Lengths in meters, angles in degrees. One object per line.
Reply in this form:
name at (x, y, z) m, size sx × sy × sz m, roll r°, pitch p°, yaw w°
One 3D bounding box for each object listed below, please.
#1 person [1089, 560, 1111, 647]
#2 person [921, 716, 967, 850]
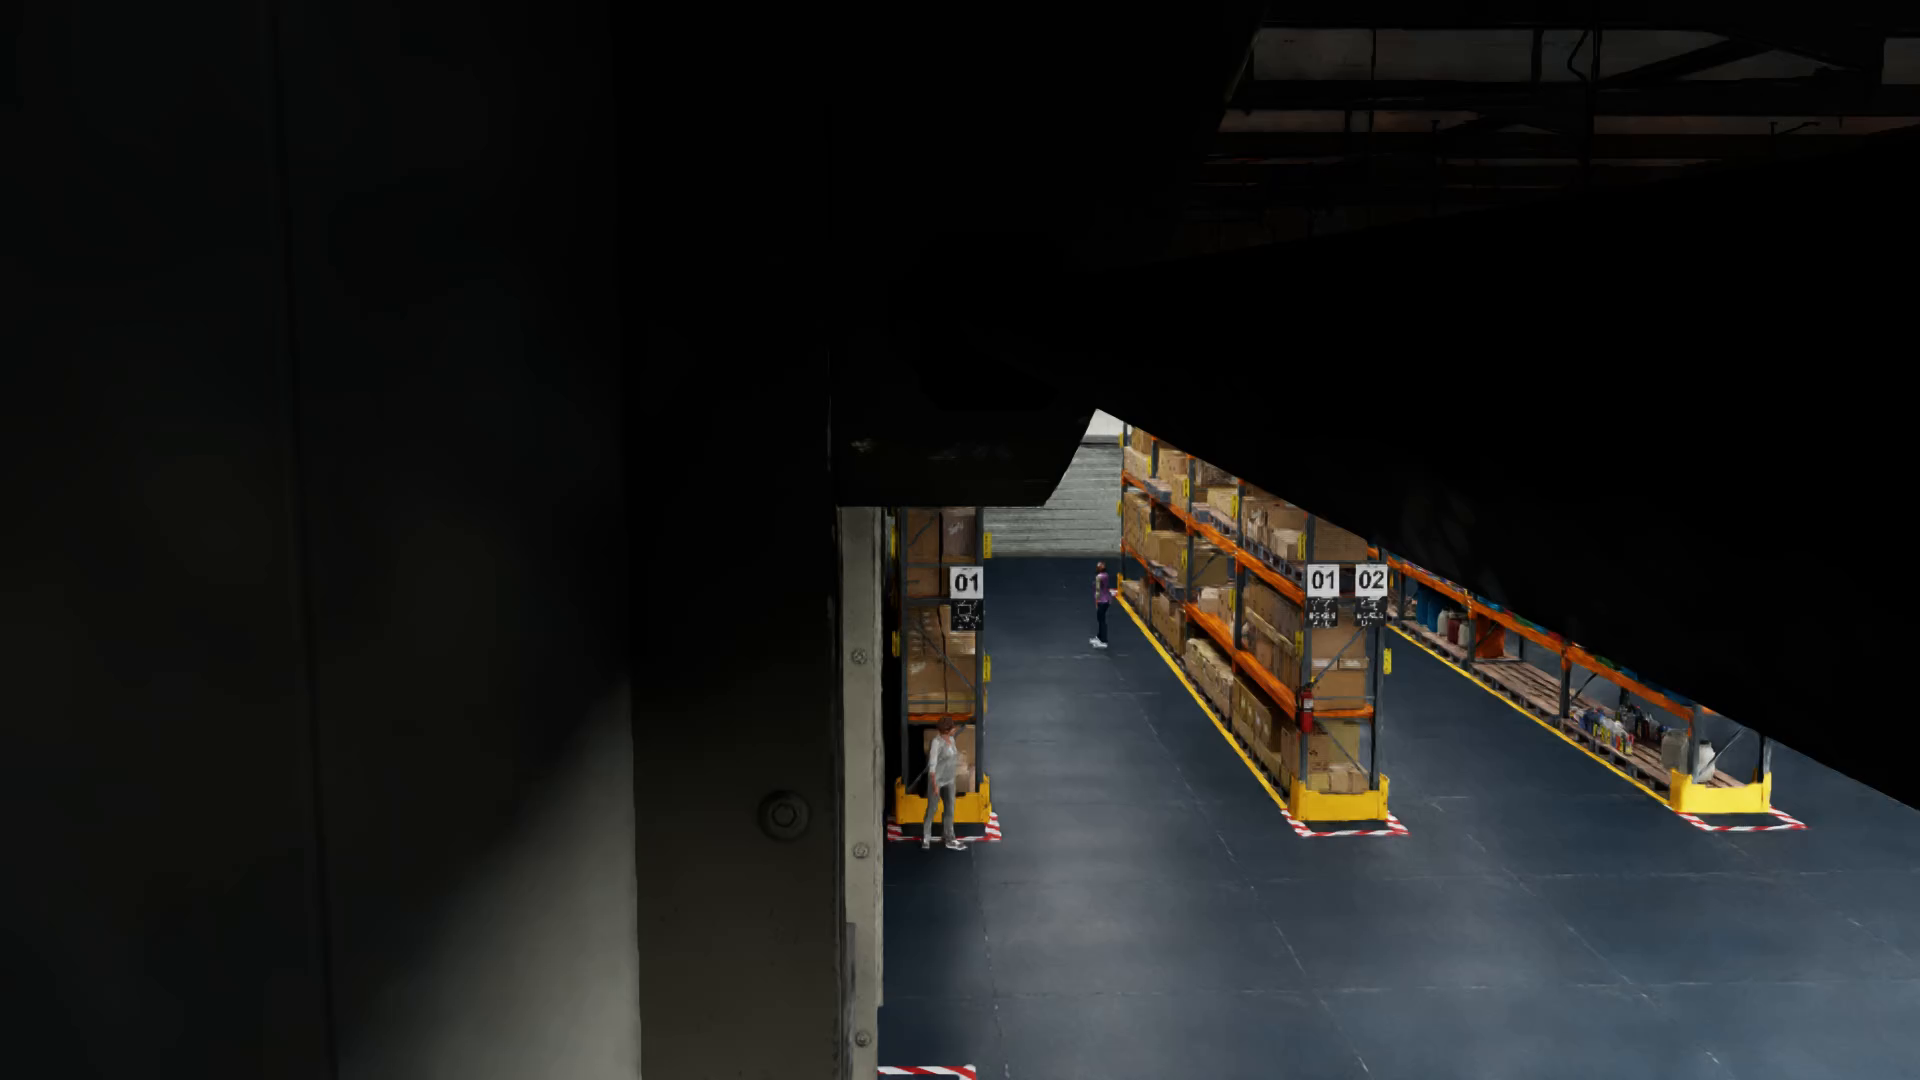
person at (2.610, 1.194, 31.060) m, size 0.449 × 1.557 × 0.465 m, roll 4°, pitch 9°, yaw 29°
person at (-0.222, 2.834, 19.421) m, size 0.493 × 1.601 × 0.458 m, roll 7°, pitch 10°, yaw 40°
